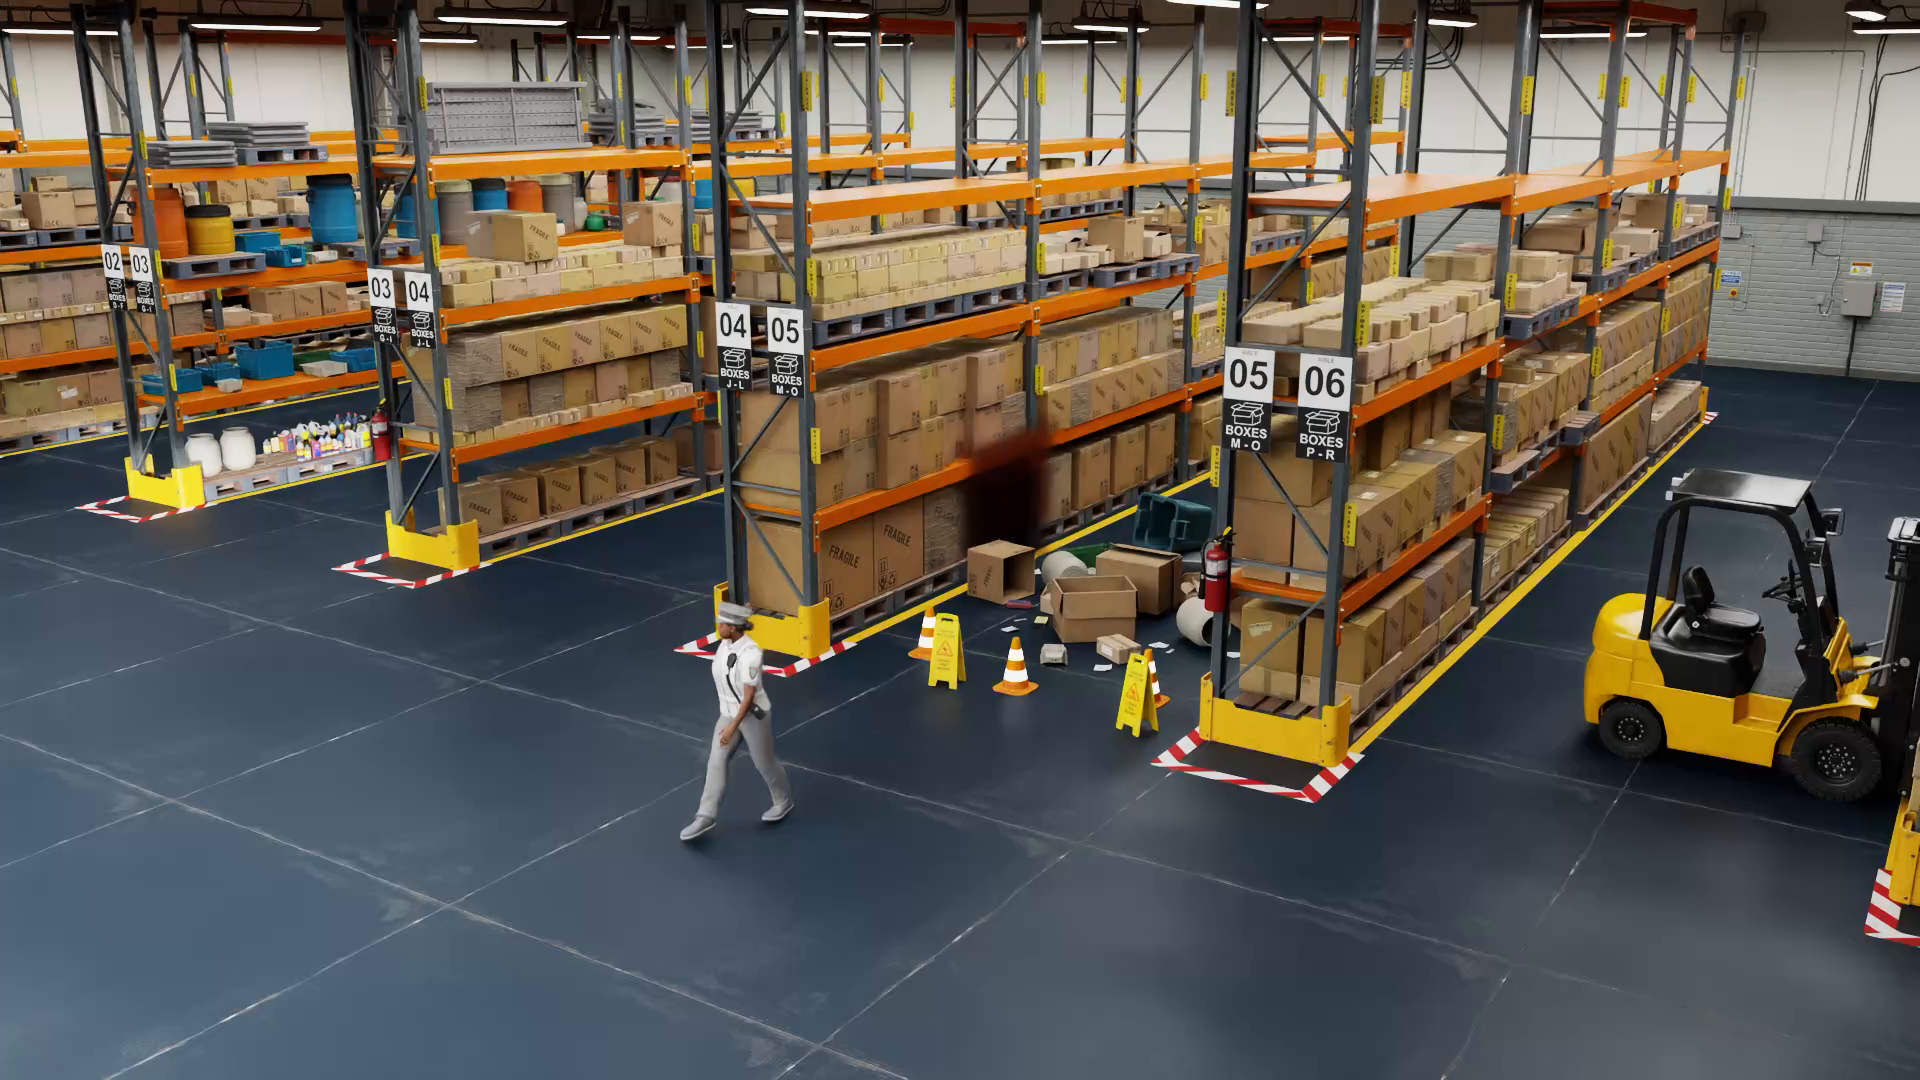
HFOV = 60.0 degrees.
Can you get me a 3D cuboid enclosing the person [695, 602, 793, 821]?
[{"bbox_3d":[-1.537,1.200,11.662,0.752,1.553,0.472,-14,21,-41],"label":"person"}]
